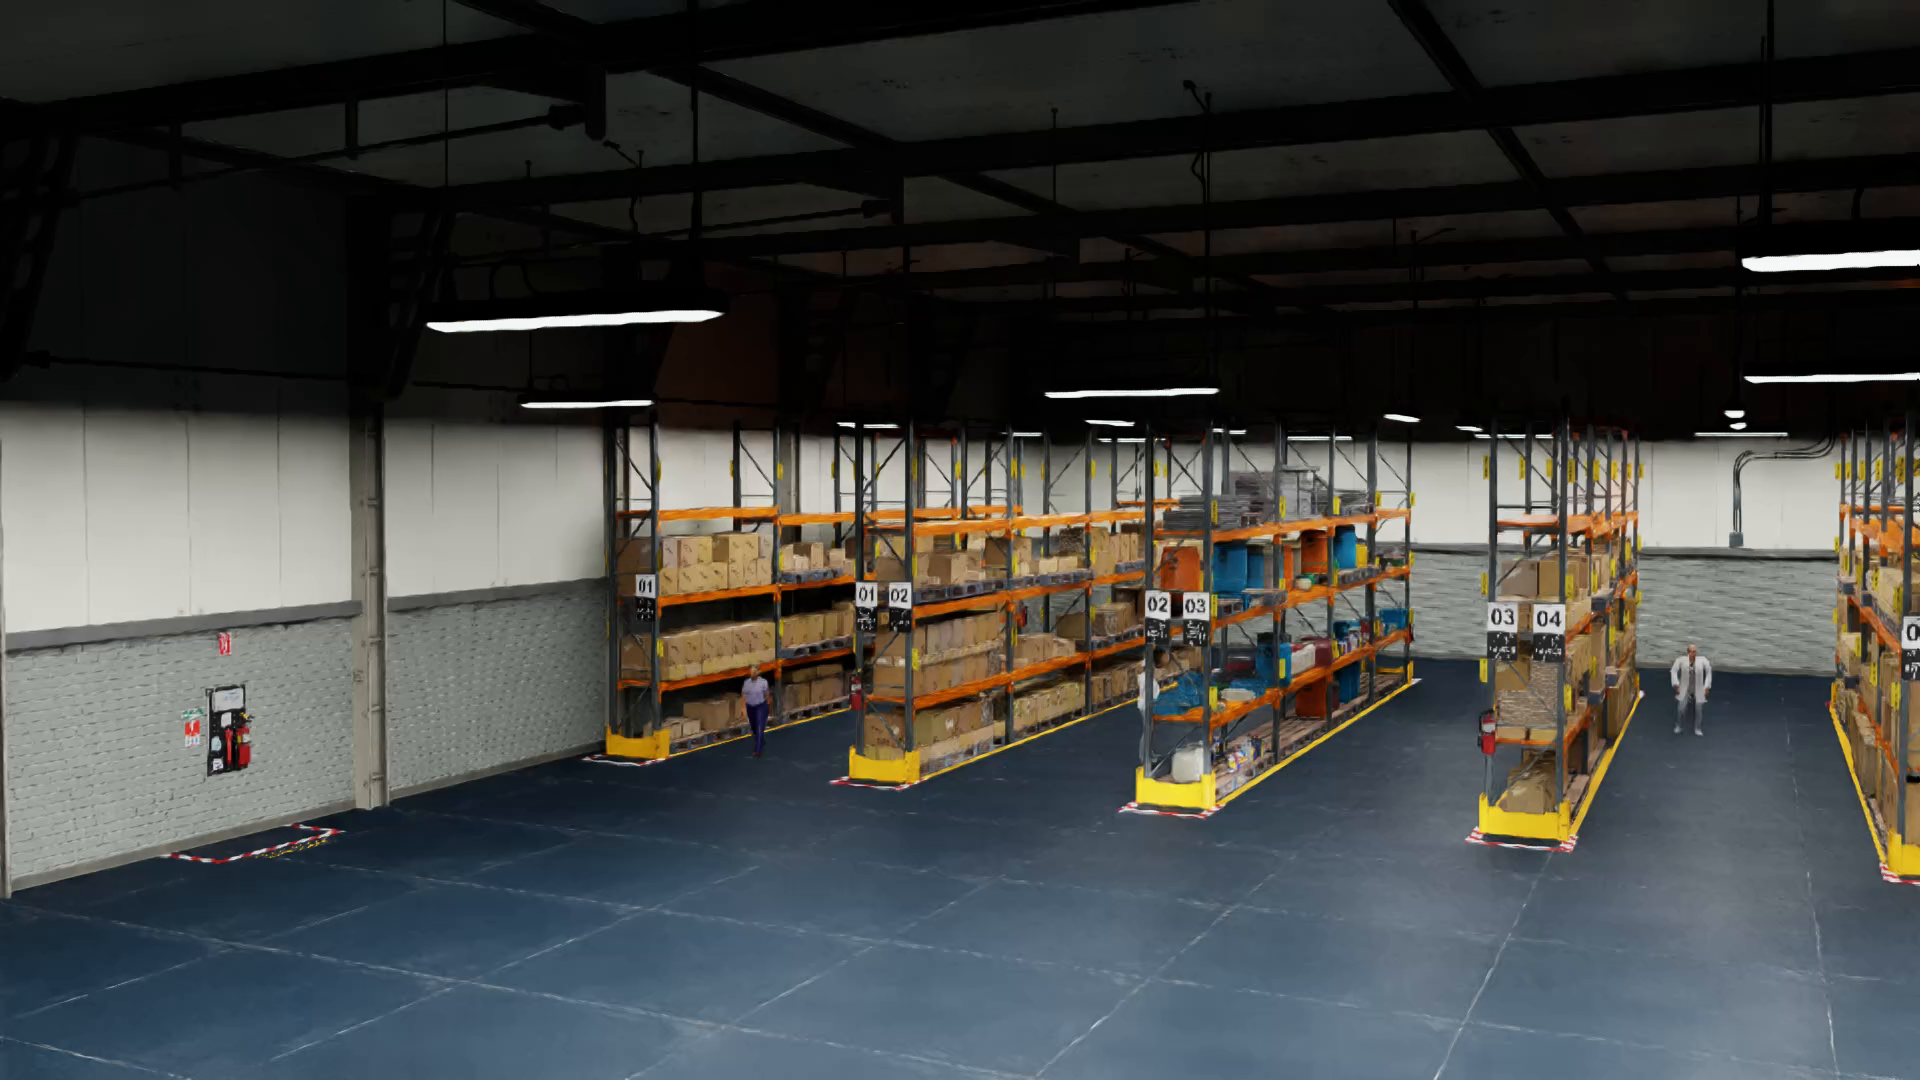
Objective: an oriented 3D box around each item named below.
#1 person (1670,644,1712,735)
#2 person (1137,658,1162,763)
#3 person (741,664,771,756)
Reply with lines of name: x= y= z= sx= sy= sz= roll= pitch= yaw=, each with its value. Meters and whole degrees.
person: x=13.829 y=2.844 z=31.460 sx=0.729 sy=1.680 sz=0.546 roll=1 pitch=3 yaw=24
person: x=3.272 y=2.899 z=28.530 sx=0.445 sy=1.766 sz=0.628 roll=0 pitch=2 yaw=-6
person: x=-3.595 y=2.965 z=29.219 sx=0.478 sy=1.573 sz=0.999 roll=1 pitch=3 yaw=17
